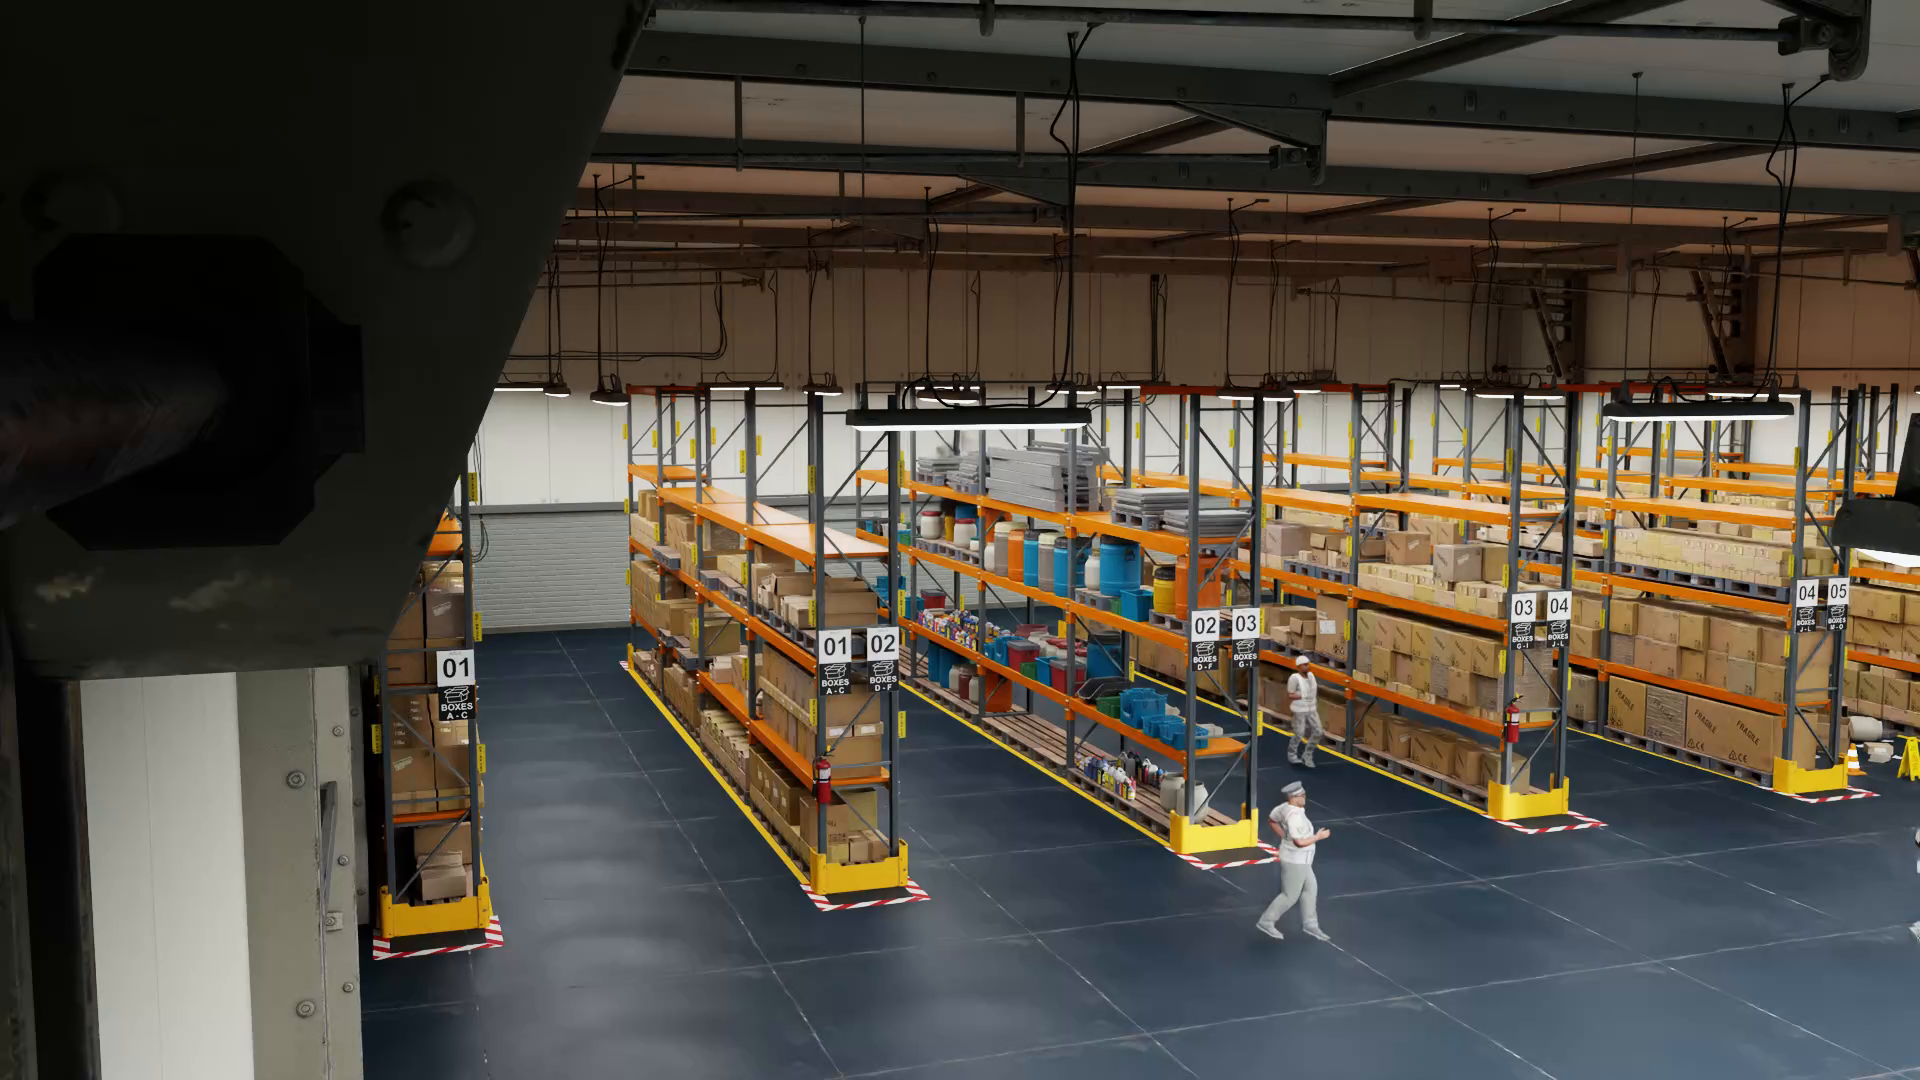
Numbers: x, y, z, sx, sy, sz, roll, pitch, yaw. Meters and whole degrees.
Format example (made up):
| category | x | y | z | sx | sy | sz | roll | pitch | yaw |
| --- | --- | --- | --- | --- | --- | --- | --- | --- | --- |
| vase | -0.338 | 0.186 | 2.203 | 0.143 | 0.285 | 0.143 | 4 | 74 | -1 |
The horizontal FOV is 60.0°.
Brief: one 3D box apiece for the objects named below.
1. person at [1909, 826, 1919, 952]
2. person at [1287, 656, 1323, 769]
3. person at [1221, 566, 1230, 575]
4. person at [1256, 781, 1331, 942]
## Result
| category | x | y | z | sx | sy | sz | roll | pitch | yaw |
| --- | --- | --- | --- | --- | --- | --- | --- | --- | --- |
| person | 10.538 | 3.622 | 17.945 | 0.577 | 1.732 | 0.714 | 1 | 6 | 7 |
| person | 5.474 | 2.735 | 26.325 | 0.659 | 1.807 | 0.681 | -3 | 7 | -28 |
| person | 6.359 | 1.303 | 40.494 | 0.589 | 1.732 | 0.779 | -5 | 8 | -42 |
| person | 3.687 | 3.553 | 18.318 | 0.823 | 1.815 | 0.647 | 1 | 6 | 8 |
